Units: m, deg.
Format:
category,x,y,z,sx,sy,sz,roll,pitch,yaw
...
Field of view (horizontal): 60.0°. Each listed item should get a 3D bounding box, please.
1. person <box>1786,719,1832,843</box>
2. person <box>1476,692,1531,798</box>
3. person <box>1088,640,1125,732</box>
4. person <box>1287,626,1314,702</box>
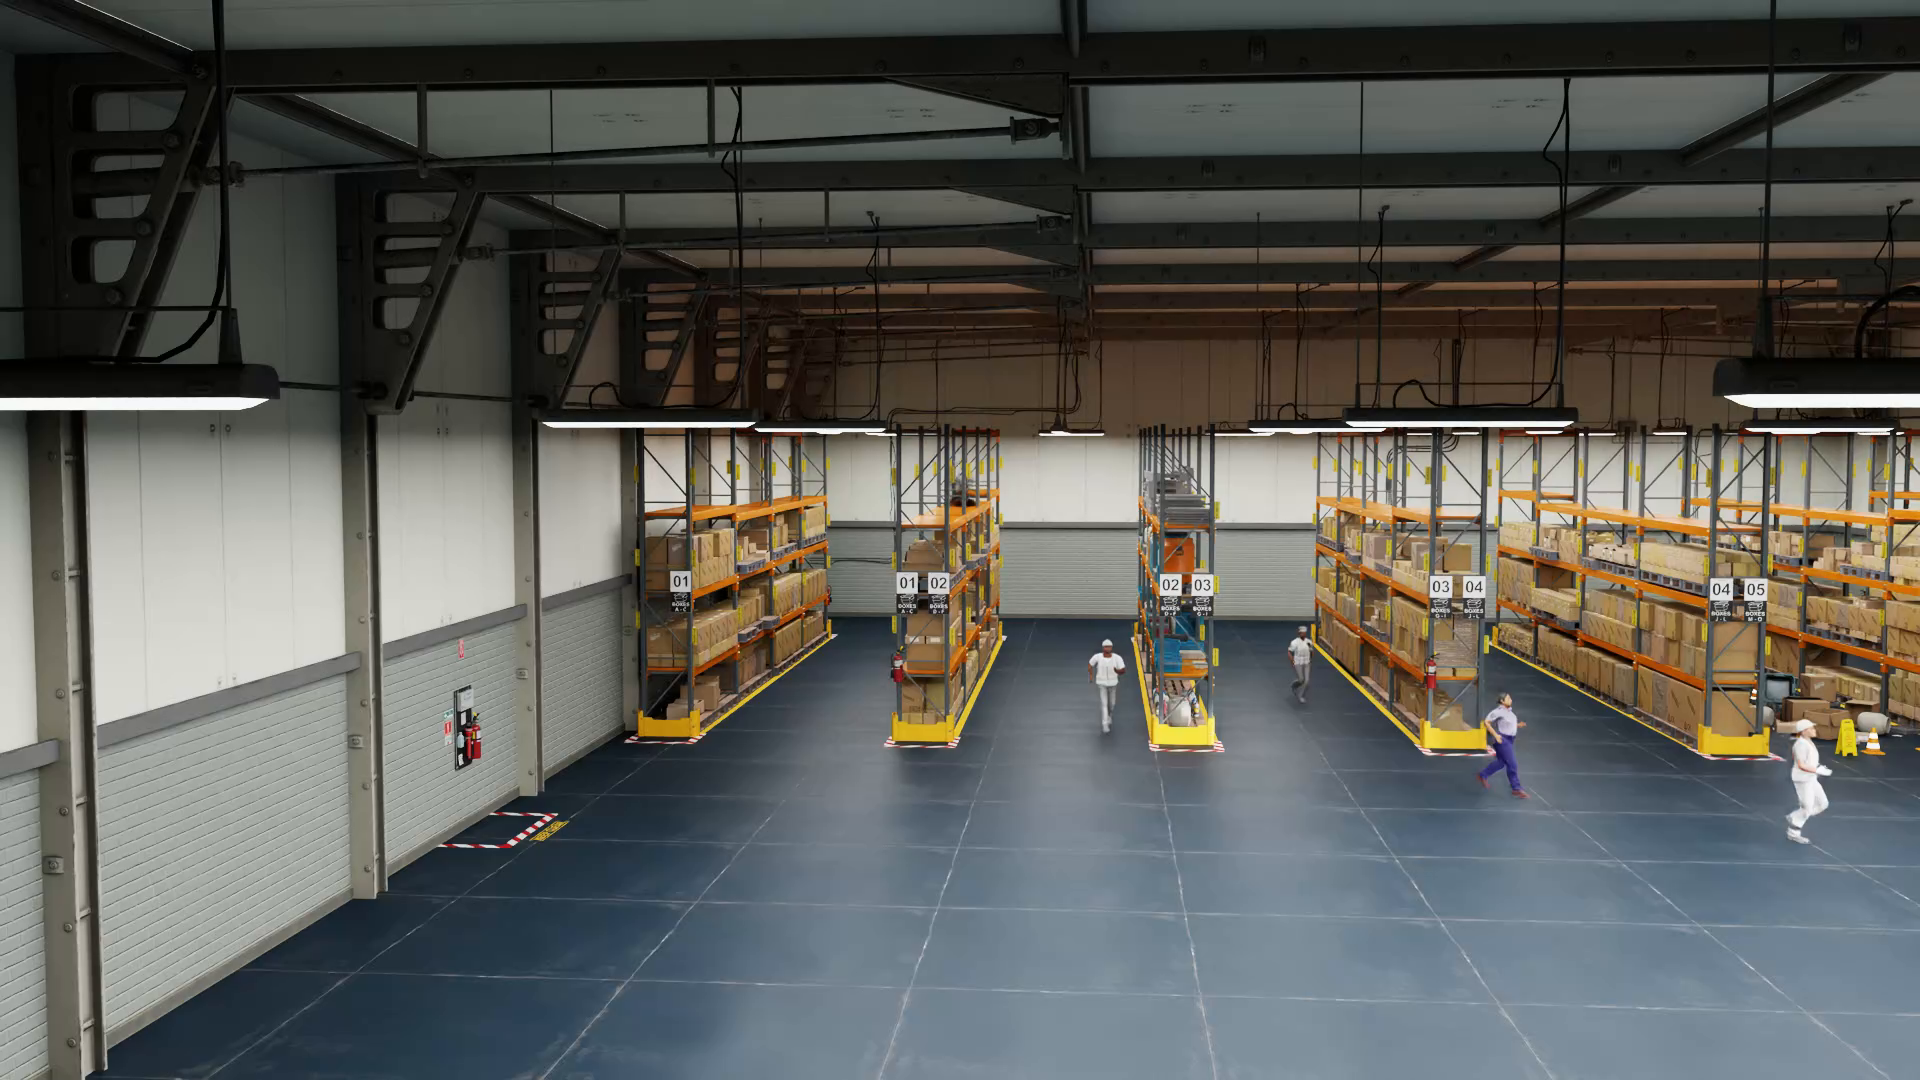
category,x,y,z,sx,sy,sz,roll,pitch,yaw
person,12.005,3.408,23.508,0.604,1.753,0.681,3,4,38
person,8.717,3.257,26.662,0.939,1.644,0.603,2,4,35
person,2.887,2.826,32.600,0.700,1.754,0.989,0,3,-3
person,7.451,2.701,36.226,0.575,1.661,0.560,-1,4,-9
